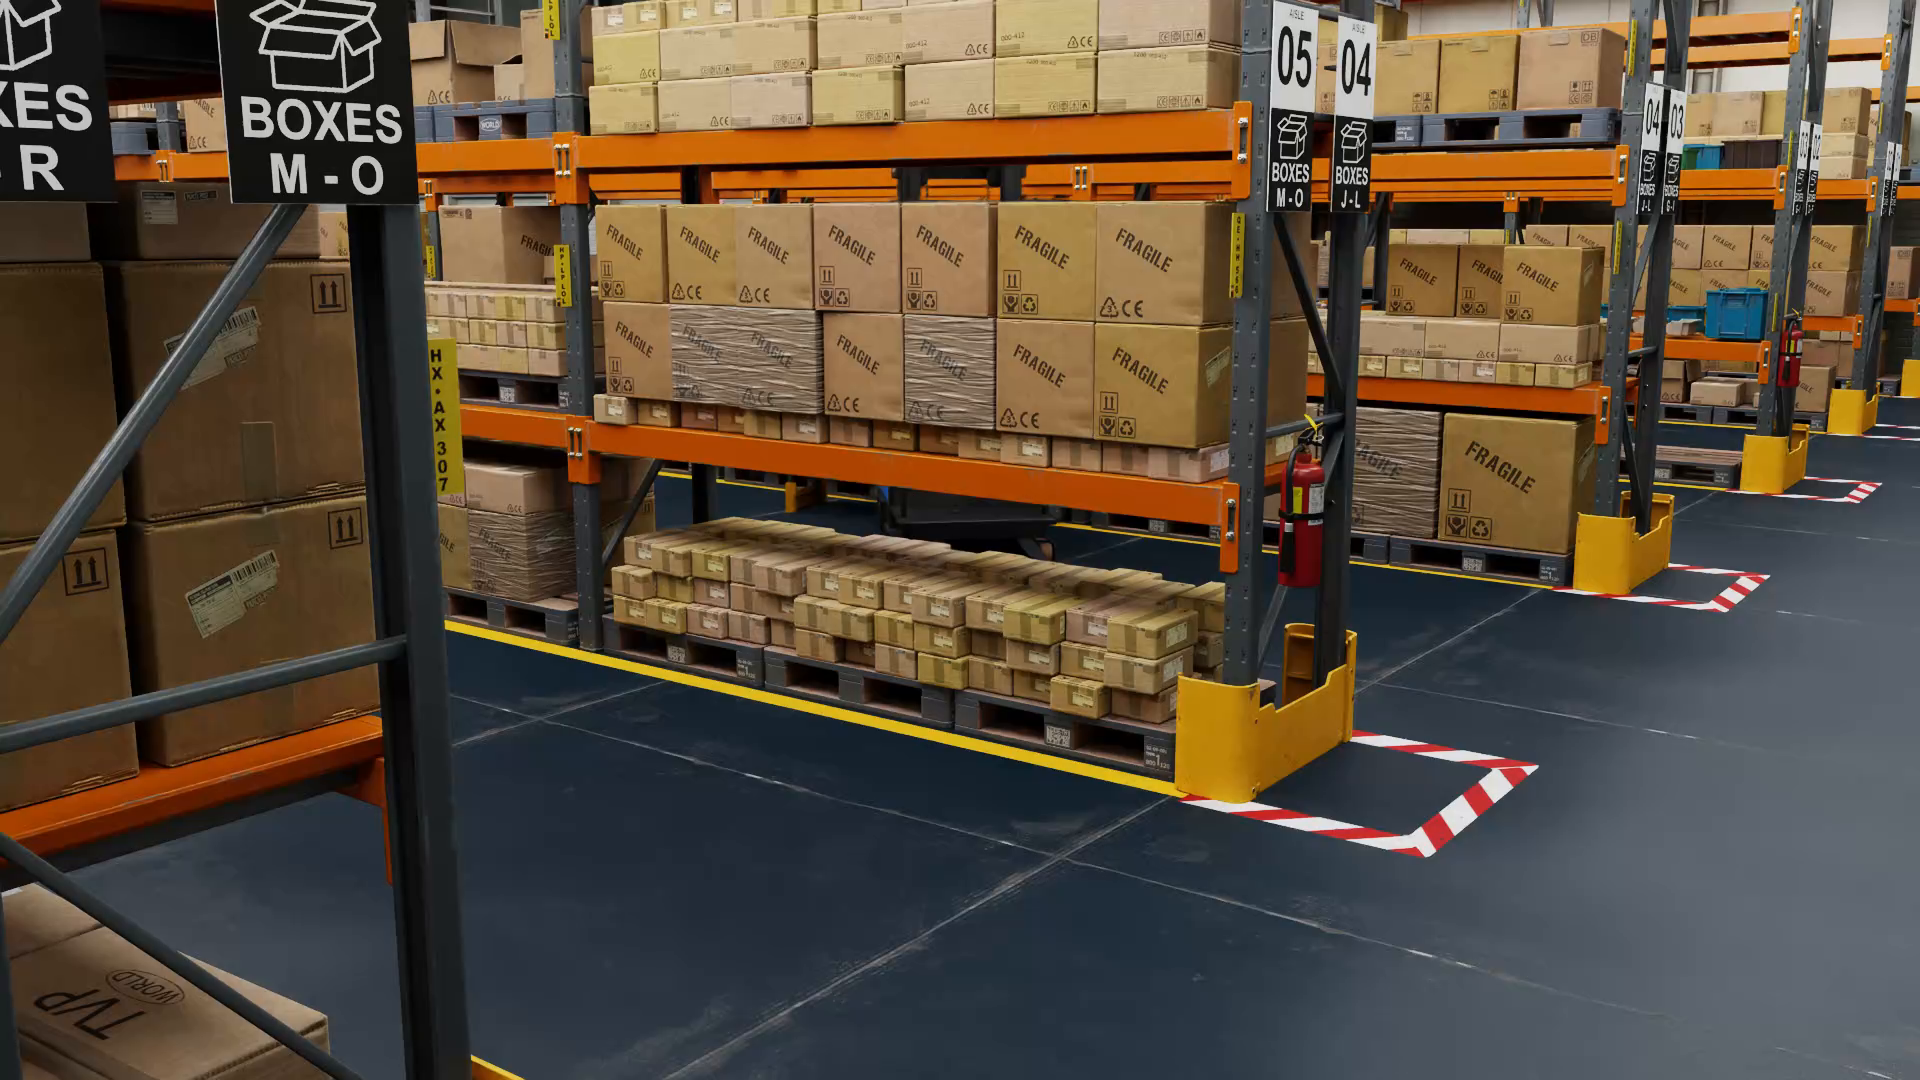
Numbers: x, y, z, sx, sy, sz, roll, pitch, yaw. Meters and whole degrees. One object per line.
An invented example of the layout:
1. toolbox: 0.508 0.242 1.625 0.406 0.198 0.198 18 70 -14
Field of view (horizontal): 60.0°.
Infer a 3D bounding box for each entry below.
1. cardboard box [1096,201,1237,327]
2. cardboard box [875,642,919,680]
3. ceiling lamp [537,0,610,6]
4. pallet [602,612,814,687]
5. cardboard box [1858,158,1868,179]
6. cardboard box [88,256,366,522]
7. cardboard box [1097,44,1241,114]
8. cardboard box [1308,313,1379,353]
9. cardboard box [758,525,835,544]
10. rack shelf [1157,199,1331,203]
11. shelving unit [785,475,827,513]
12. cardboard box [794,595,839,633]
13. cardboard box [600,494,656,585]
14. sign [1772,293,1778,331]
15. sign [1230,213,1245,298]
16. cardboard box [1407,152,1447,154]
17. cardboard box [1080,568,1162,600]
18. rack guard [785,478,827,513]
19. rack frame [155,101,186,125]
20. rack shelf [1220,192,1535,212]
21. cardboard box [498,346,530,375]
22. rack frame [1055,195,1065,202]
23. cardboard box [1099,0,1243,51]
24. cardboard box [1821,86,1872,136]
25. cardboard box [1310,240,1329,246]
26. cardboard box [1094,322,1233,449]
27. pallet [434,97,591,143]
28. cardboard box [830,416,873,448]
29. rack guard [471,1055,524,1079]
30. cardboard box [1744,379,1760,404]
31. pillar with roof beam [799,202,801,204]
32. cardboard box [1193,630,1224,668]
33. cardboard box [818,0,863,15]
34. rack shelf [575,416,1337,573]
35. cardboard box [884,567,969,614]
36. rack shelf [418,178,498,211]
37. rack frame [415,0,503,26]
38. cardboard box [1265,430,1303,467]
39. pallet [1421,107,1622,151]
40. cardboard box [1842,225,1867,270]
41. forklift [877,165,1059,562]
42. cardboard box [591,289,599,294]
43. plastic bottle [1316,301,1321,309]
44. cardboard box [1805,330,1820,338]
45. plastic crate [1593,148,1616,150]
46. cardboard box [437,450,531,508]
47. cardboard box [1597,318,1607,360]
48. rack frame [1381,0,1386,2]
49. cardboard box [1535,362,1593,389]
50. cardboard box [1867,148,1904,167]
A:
1. cardboard box: 0.916 -1.175 7.027 0.500 0.500 0.500 8 13 34
2. cardboard box: -0.202 0.556 8.160 0.250 0.149 0.380 8 14 37
3. ceiling lamp: -7.536 -11.243 31.587 0.800 3.185 2.000 8 13 36
4. pallet: -1.229 0.514 9.318 1.213 0.211 1.003 8 13 36
5. cardboard box: 10.053 -4.235 19.023 0.500 0.250 0.500 8 13 36
6. cardboard box: -1.634 -0.344 3.515 0.500 0.500 0.500 8 13 34
7. cardboard box: 0.909 -1.885 6.875 0.500 0.250 0.500 8 13 34
8. cardboard box: 2.661 -1.482 11.905 0.500 0.250 0.500 8 14 36
9. cardboard box: -0.916 0.026 9.333 0.250 0.149 0.380 8 13 35
10. rack shelf: 5.186 -5.742 28.311 4.000 0.370 1.077 8 13 36
11. shelving unit: -0.830 -0.972 13.607 1.083 1.500 0.587 5 12 24
12. cardboard box: -0.624 0.352 8.431 0.250 0.149 0.380 8 13 35
13. cardboard box: -2.230 -0.028 10.252 0.500 0.500 0.500 9 14 38
14. sign: 7.069 -1.976 14.416 0.005 0.325 0.100 8 13 36
15. sign: 1.088 -1.117 6.523 0.005 0.325 0.100 8 13 36
16. cardboard box: 6.178 -5.106 21.496 0.600 0.600 0.600 8 13 35
17. cardboard box: 0.791 0.254 8.151 0.250 0.149 0.380 8 13 35
18. rack guard: -1.284 -0.398 13.926 0.087 0.250 0.587 5 12 24
19. rack frame: -5.016 -4.320 11.170 0.127 3.000 1.000 8 13 36
20. rack shelf: 5.480 -4.534 22.064 4.000 0.370 1.077 8 13 36
21. cardboard box: -2.439 -1.052 9.624 0.250 0.149 0.380 8 14 36
22. rack frame: 0.933 -2.881 19.526 0.127 3.000 1.000 8 13 36
23. cardboard box: 0.911 -2.133 6.839 0.500 0.250 0.500 7 13 34
24. cardboard box: 9.893 -4.808 18.690 0.500 0.500 0.700 8 13 36
25. cardboard box: 5.946 -4.773 27.883 0.500 0.500 0.700 6 13 30
26. cardboard box: 0.918 -0.682 7.111 0.500 0.500 0.500 8 14 37
27. pallet: -2.226 -2.392 9.591 1.003 0.211 1.213 8 13 36
28. cardboard box: -0.423 -0.556 8.170 0.250 0.149 0.380 9 14 38
29. rack guard: -1.397 1.524 3.339 0.348 0.500 1.175 8 13 36
30. cardboard box: 9.643 -1.767 19.845 0.500 0.250 0.500 8 13 36
31. pillar with roof beam: -5.958 -8.312 31.802 0.548 9.000 9.100 8 13 36
32. cardboard box: 1.162 0.474 7.801 0.250 0.149 0.380 9 14 38
33. cardboard box: -0.451 -2.513 7.755 0.250 0.149 0.380 7 13 34
34. rack shelf: -0.179 -0.347 8.322 4.000 0.370 1.077 8 13 36
35. cardboard box: -0.164 0.251 8.167 0.250 0.149 0.380 7 13 34
36. rack shelf: -6.834 -3.917 18.876 4.000 0.370 1.077 8 13 36
37. rack frame: -5.222 -5.518 17.361 0.127 3.000 1.000 8 13 36
38. cardboard box: 1.365 -0.439 7.562 0.250 0.149 0.380 8 13 35
39. pallet: 3.846 -2.735 11.103 1.213 0.211 1.003 8 13 36
40. cardboard box: 10.115 -3.370 19.156 0.500 0.500 0.500 8 14 37
41. forklift: 0.066 -1.304 11.555 1.130 2.935 3.031 -1 11 -8
42. cardboard box: -2.065 -1.445 10.093 0.250 0.149 0.380 8 14 37
43. plastic bottle: 3.649 -2.365 17.186 0.135 0.276 0.152 8 13 36
44. cardboard box: 12.231 -2.961 23.705 0.250 0.149 0.380 8 14 36
45. plastic crate: 6.313 -3.638 15.703 0.767 0.338 0.504 8 13 36
46. cardboard box: -2.948 -0.377 10.084 0.500 0.250 0.500 9 14 38
47. cardboard box: 4.223 -1.391 11.436 0.500 0.250 0.500 8 13 34
48. rack frame: 6.798 -7.343 26.796 0.127 3.000 1.000 8 13 36
49. cardboard box: 3.968 -1.090 10.927 0.250 0.149 0.380 8 14 37
50. cardboard box: 12.498 -5.195 22.612 0.500 0.250 0.500 8 14 37
